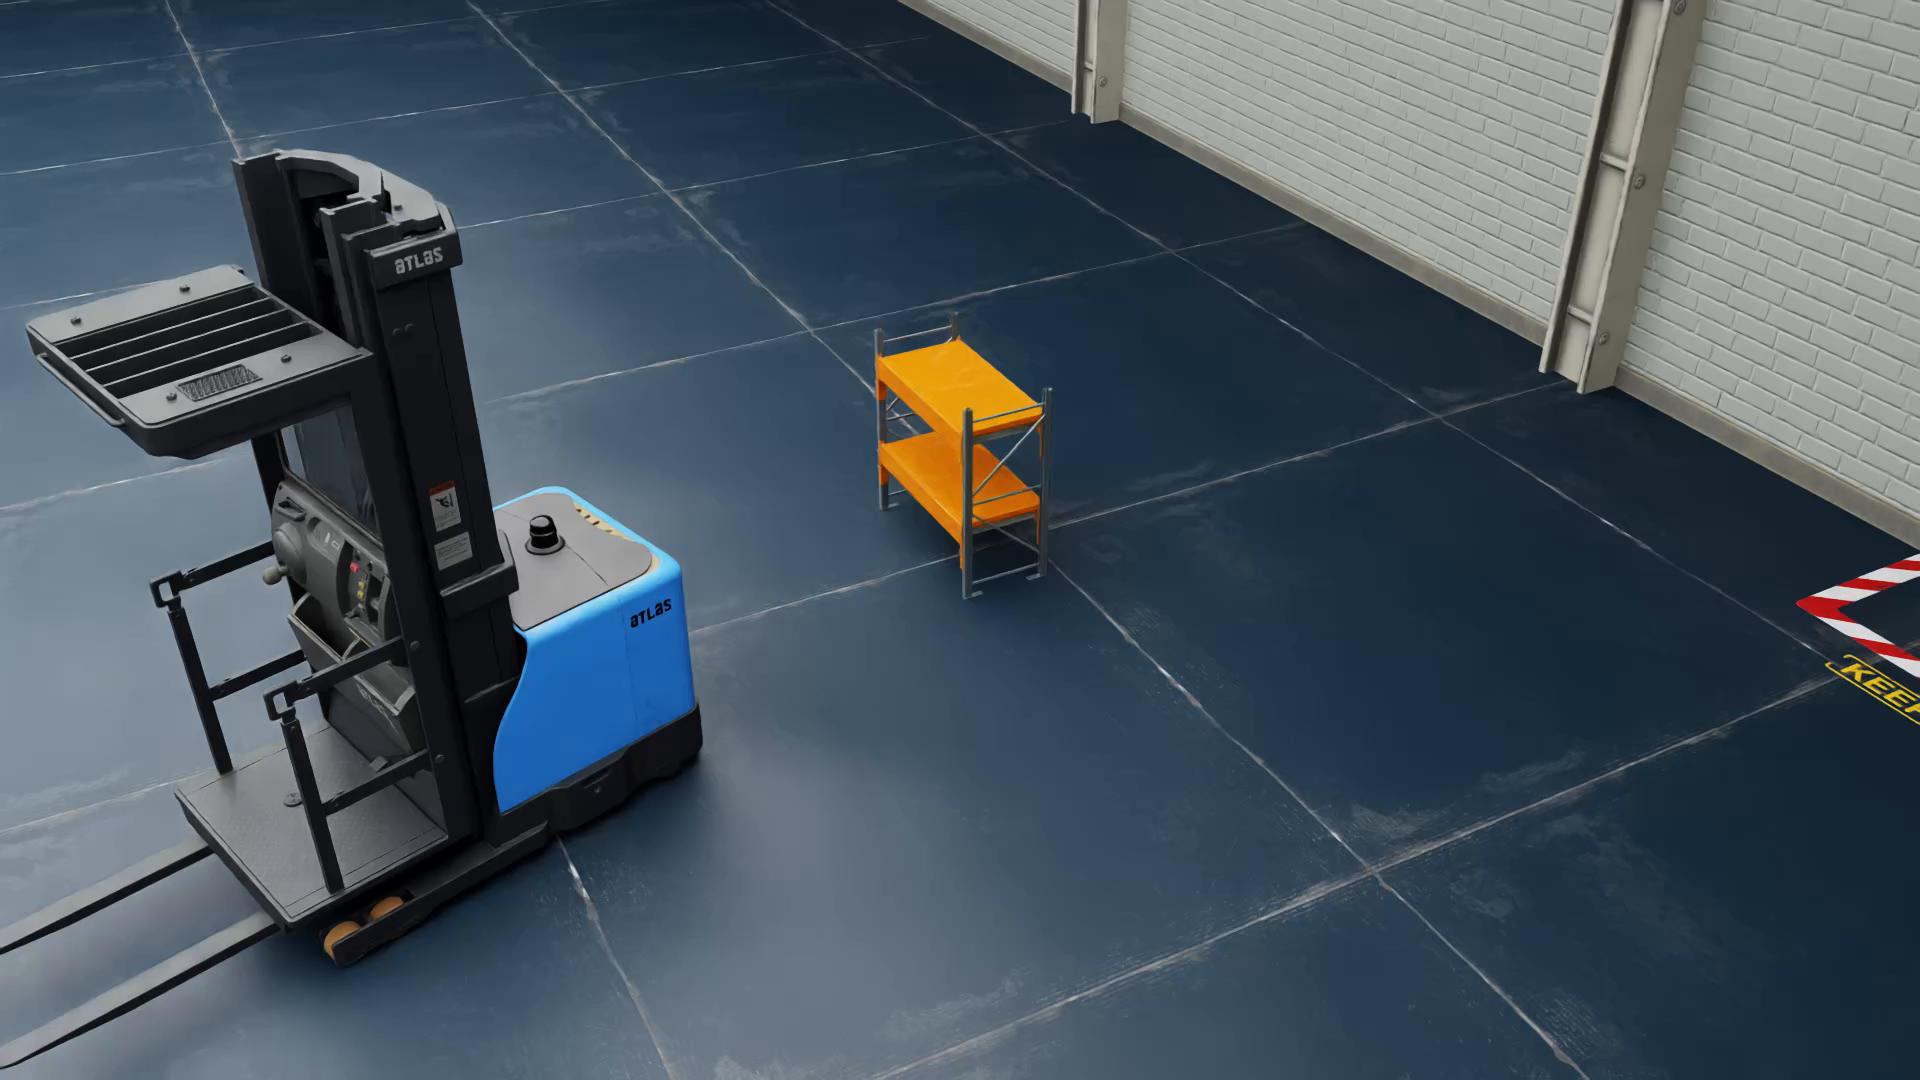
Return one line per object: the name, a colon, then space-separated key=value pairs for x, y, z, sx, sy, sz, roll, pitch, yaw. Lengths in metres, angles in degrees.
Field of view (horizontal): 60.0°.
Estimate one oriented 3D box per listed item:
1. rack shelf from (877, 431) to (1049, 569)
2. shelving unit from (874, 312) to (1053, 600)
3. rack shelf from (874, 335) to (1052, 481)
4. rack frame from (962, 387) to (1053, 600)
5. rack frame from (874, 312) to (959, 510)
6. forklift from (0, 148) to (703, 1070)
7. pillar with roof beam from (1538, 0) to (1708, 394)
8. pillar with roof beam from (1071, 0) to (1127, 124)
rack shelf: x=0.003 y=-0.265 z=9.092 sx=0.538 sy=0.278 sz=1.000 roll=-16 pitch=36 yaw=-23
shelving unit: x=0.003 y=-0.470 z=8.960 sx=0.538 sy=1.125 sz=1.048 roll=-16 pitch=36 yaw=-23
rack shelf: x=0.003 y=-0.717 z=8.802 sx=0.538 sy=0.278 sz=1.000 roll=-16 pitch=36 yaw=-23
rack frame: x=0.240 y=-0.228 z=8.582 sx=0.500 sy=1.125 sz=0.032 roll=-16 pitch=36 yaw=-23
rack frame: x=-0.234 y=-0.713 z=9.339 sx=0.500 sy=1.125 sz=0.032 roll=-16 pitch=36 yaw=-23
forklift: x=-2.589 y=0.139 z=6.335 sx=3.031 sy=2.935 sz=1.130 roll=-28 pitch=42 yaw=-36
pillar with roof beam: x=0.252 y=-3.778 z=6.825 sx=9.100 sy=9.000 sz=0.400 roll=-16 pitch=36 yaw=-23
pillar with roof beam: x=-2.546 y=-6.642 z=11.294 sx=9.100 sy=9.000 sz=0.400 roll=-16 pitch=36 yaw=-23
